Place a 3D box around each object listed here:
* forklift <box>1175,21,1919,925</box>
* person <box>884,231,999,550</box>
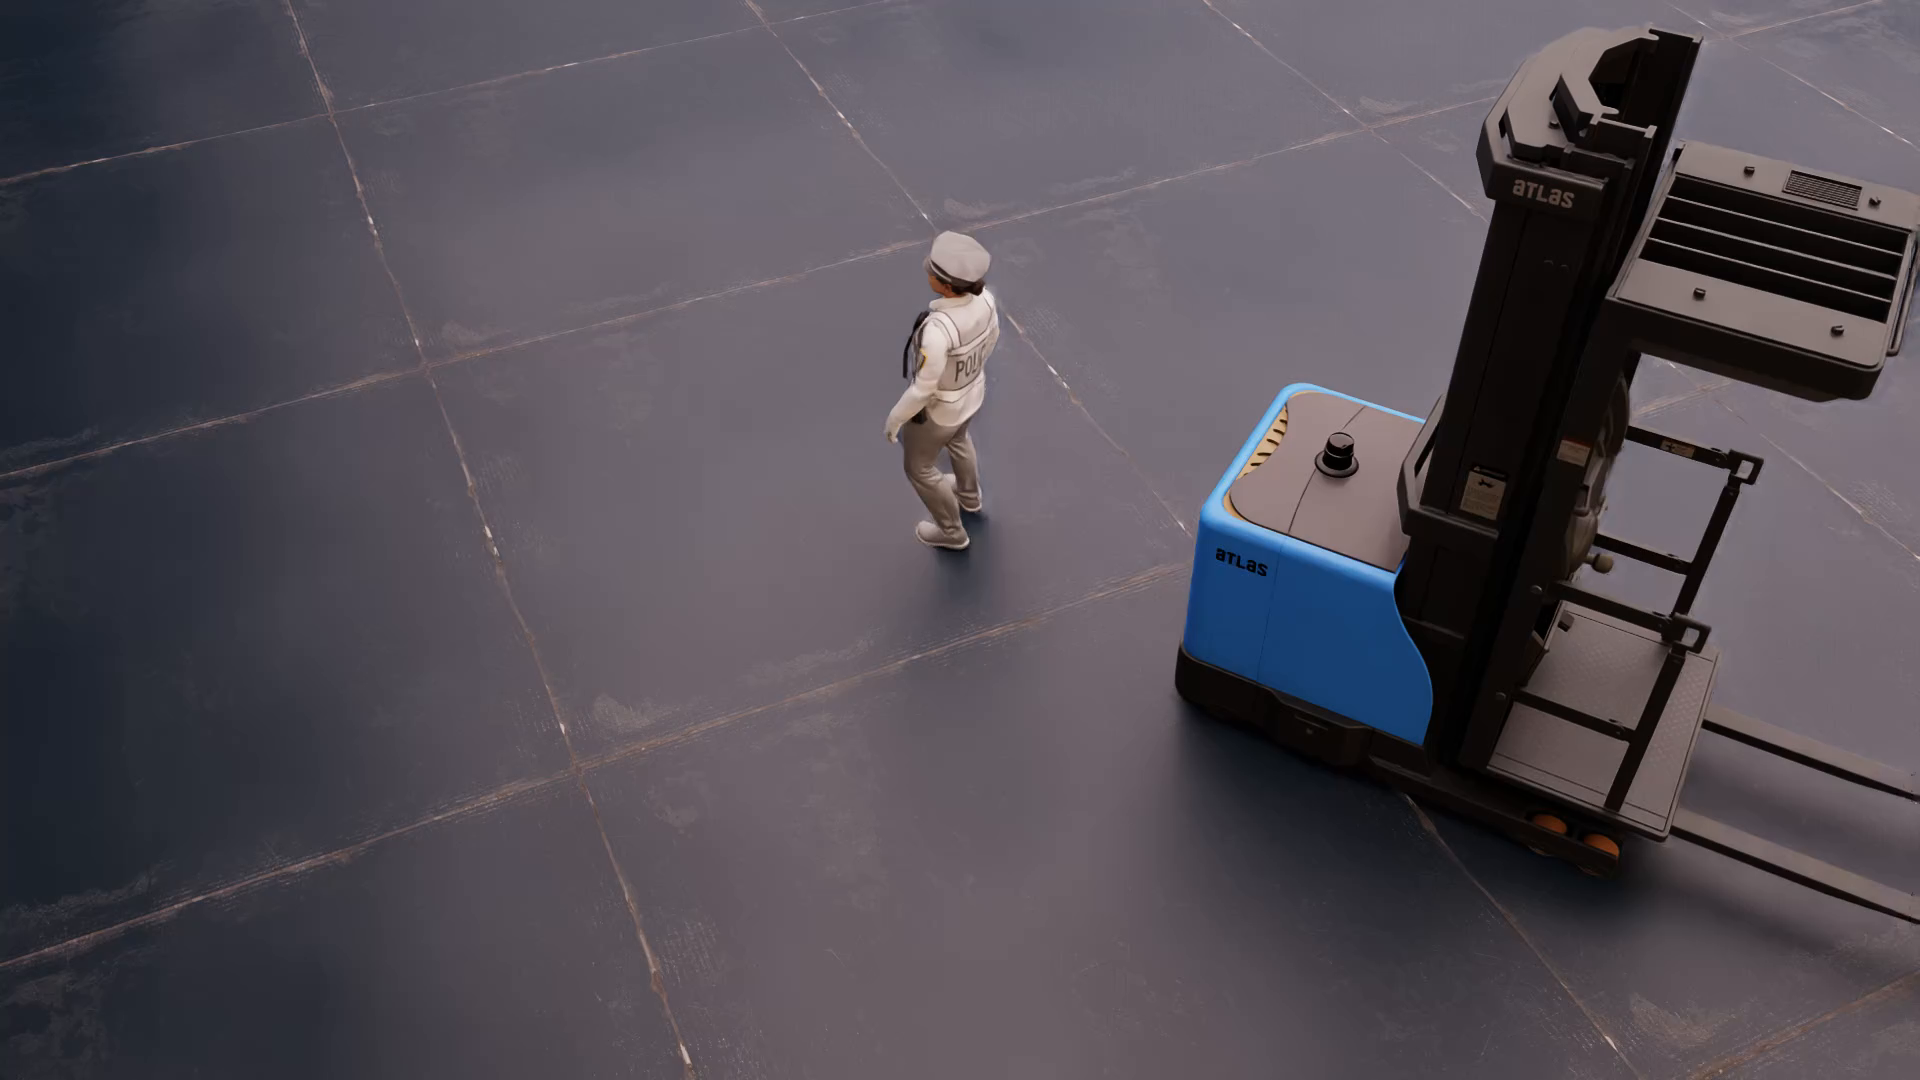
[{"bbox_3d":[2.453,-0.192,5.886,3.031,2.935,1.130,21,47,21],"label":"forklift"},{"bbox_3d":[-0.062,-0.641,7.314,0.437,1.670,0.672,25,48,24],"label":"person"}]
